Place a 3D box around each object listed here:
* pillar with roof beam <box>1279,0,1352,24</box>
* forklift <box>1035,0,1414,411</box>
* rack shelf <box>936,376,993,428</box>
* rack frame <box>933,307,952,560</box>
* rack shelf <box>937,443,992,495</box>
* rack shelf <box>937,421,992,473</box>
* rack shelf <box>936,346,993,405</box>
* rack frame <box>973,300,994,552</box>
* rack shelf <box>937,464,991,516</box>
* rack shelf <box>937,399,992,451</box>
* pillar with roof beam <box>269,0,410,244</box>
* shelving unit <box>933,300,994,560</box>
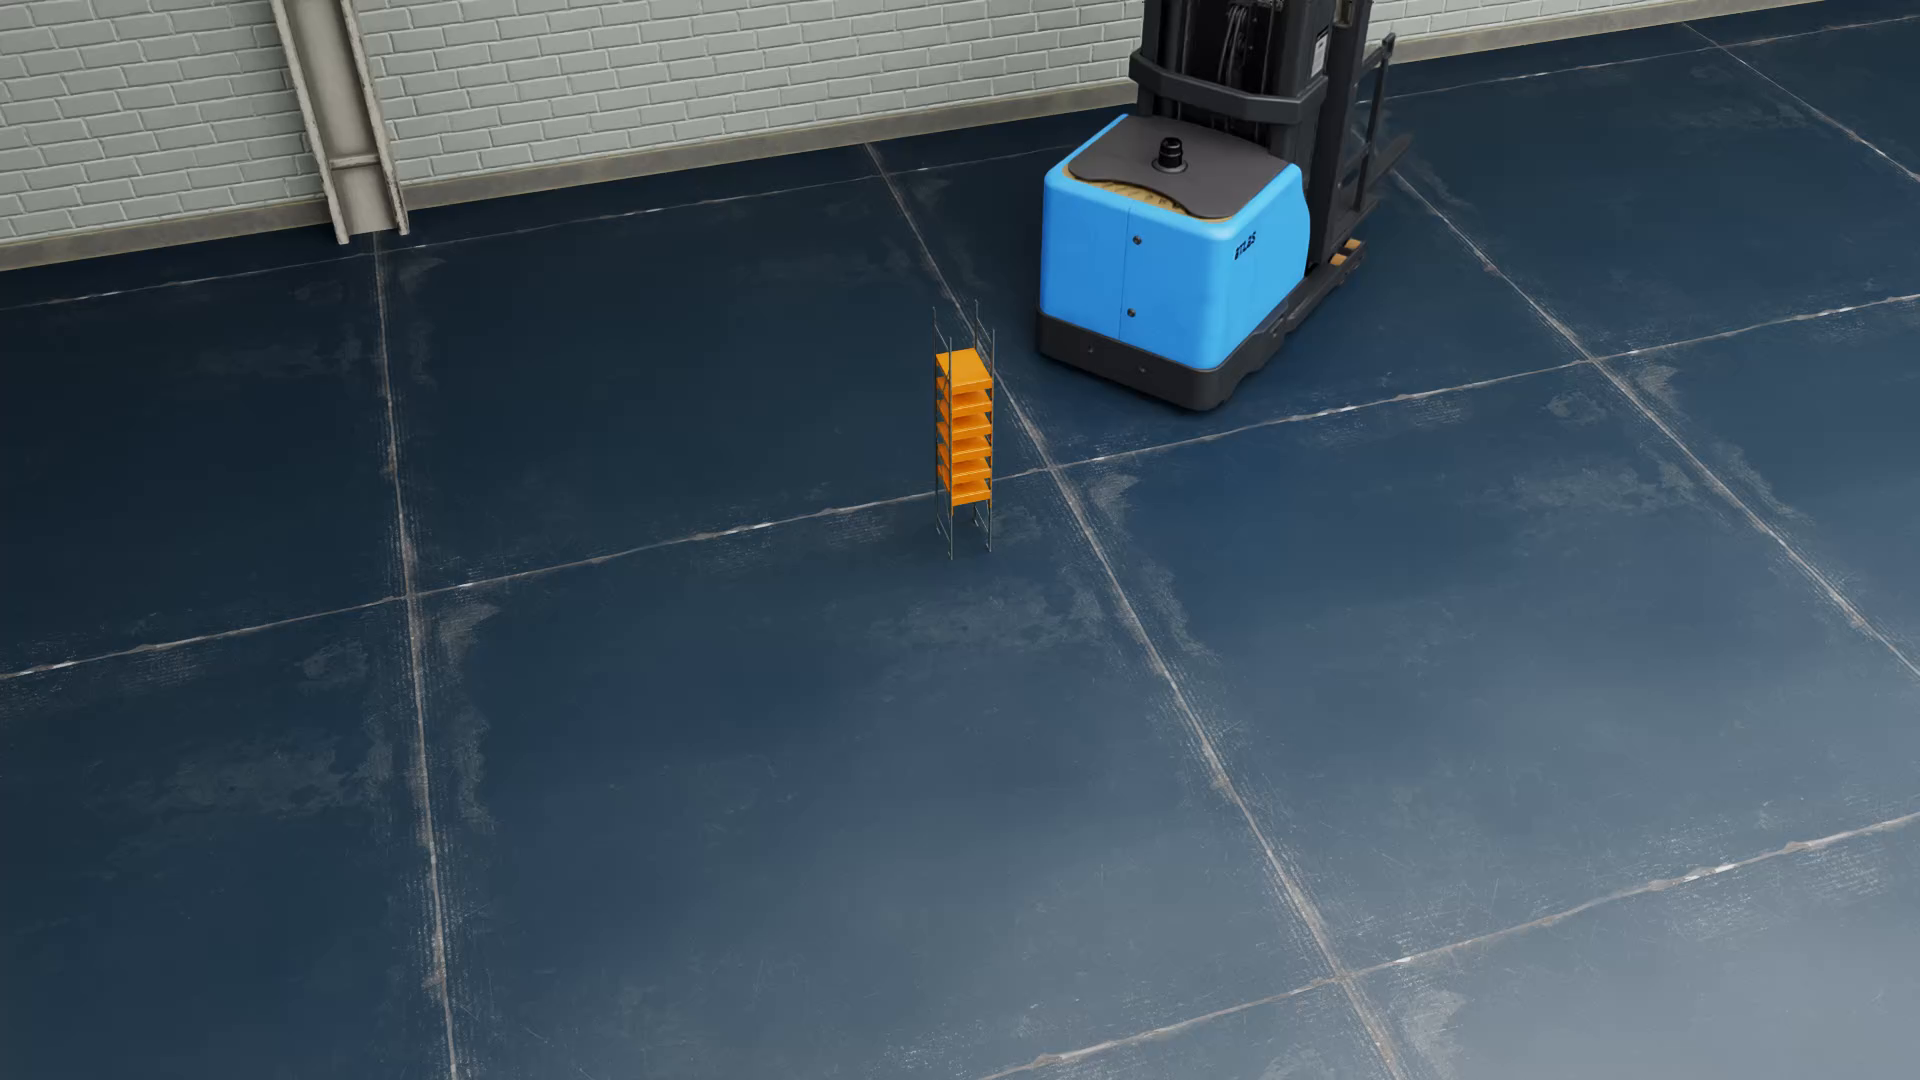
[{"bbox_3d":[3.593,-3.704,5.000,0.400,9.000,9.100,-12,42,-13],"label":"pillar with roof beam"},{"bbox_3d":[1.629,-2.680,8.440,1.130,2.935,3.031,24,46,25],"label":"forklift"},{"bbox_3d":[0.014,-0.602,7.079,0.180,0.103,0.258,-12,42,-13],"label":"rack shelf"},{"bbox_3d":[-0.073,-0.437,7.187,0.006,1.200,0.240,-12,42,-13],"label":"rack frame"},{"bbox_3d":[0.014,-0.331,7.316,0.180,0.103,0.258,-12,42,-13],"label":"rack shelf"},{"bbox_3d":[0.014,-0.421,7.237,0.180,0.103,0.258,-12,42,-13],"label":"rack shelf"},{"bbox_3d":[0.014,-0.692,7.000,0.180,0.103,0.258,-12,42,-13],"label":"rack shelf"},{"bbox_3d":[0.101,-0.473,7.229,0.006,1.200,0.240,-12,42,-13],"label":"rack frame"},{"bbox_3d":[0.014,-0.241,7.395,0.180,0.103,0.258,-12,42,-13],"label":"rack shelf"},{"bbox_3d":[0.014,-0.512,7.158,0.180,0.103,0.258,-12,42,-13],"label":"rack shelf"},{"bbox_3d":[-2.130,-2.518,3.643,0.400,9.000,9.100,-12,42,-13],"label":"pillar with roof beam"},{"bbox_3d":[0.014,-0.455,7.208,0.189,1.200,0.258,-12,42,-13],"label":"shelving unit"}]
